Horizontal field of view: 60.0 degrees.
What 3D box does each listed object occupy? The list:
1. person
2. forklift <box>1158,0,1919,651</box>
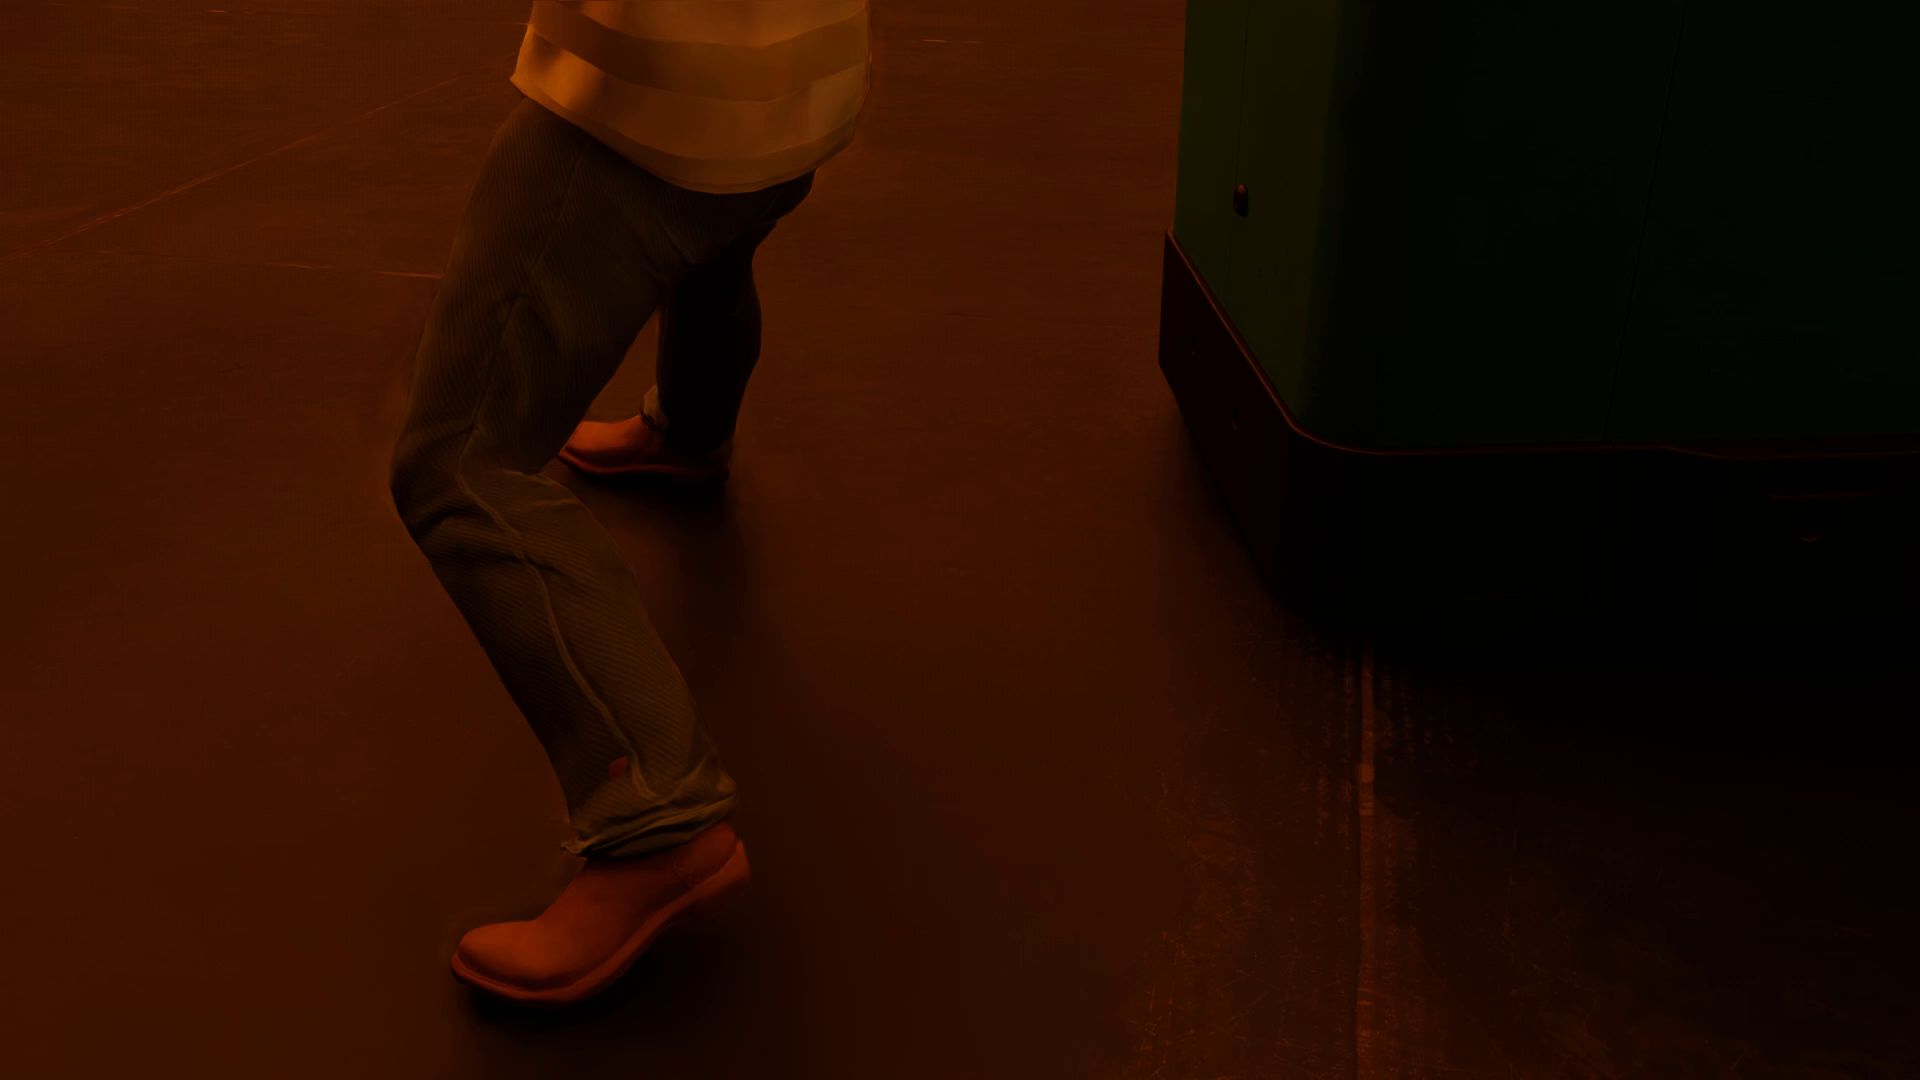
[{"bbox_3d":[-0.463,-0.538,1.839,0.923,1.583,1.193,12,29,22],"label":"person"},{"bbox_3d":[1.895,-1.416,2.052,3.031,2.935,1.130,-2,27,-4],"label":"forklift"}]
